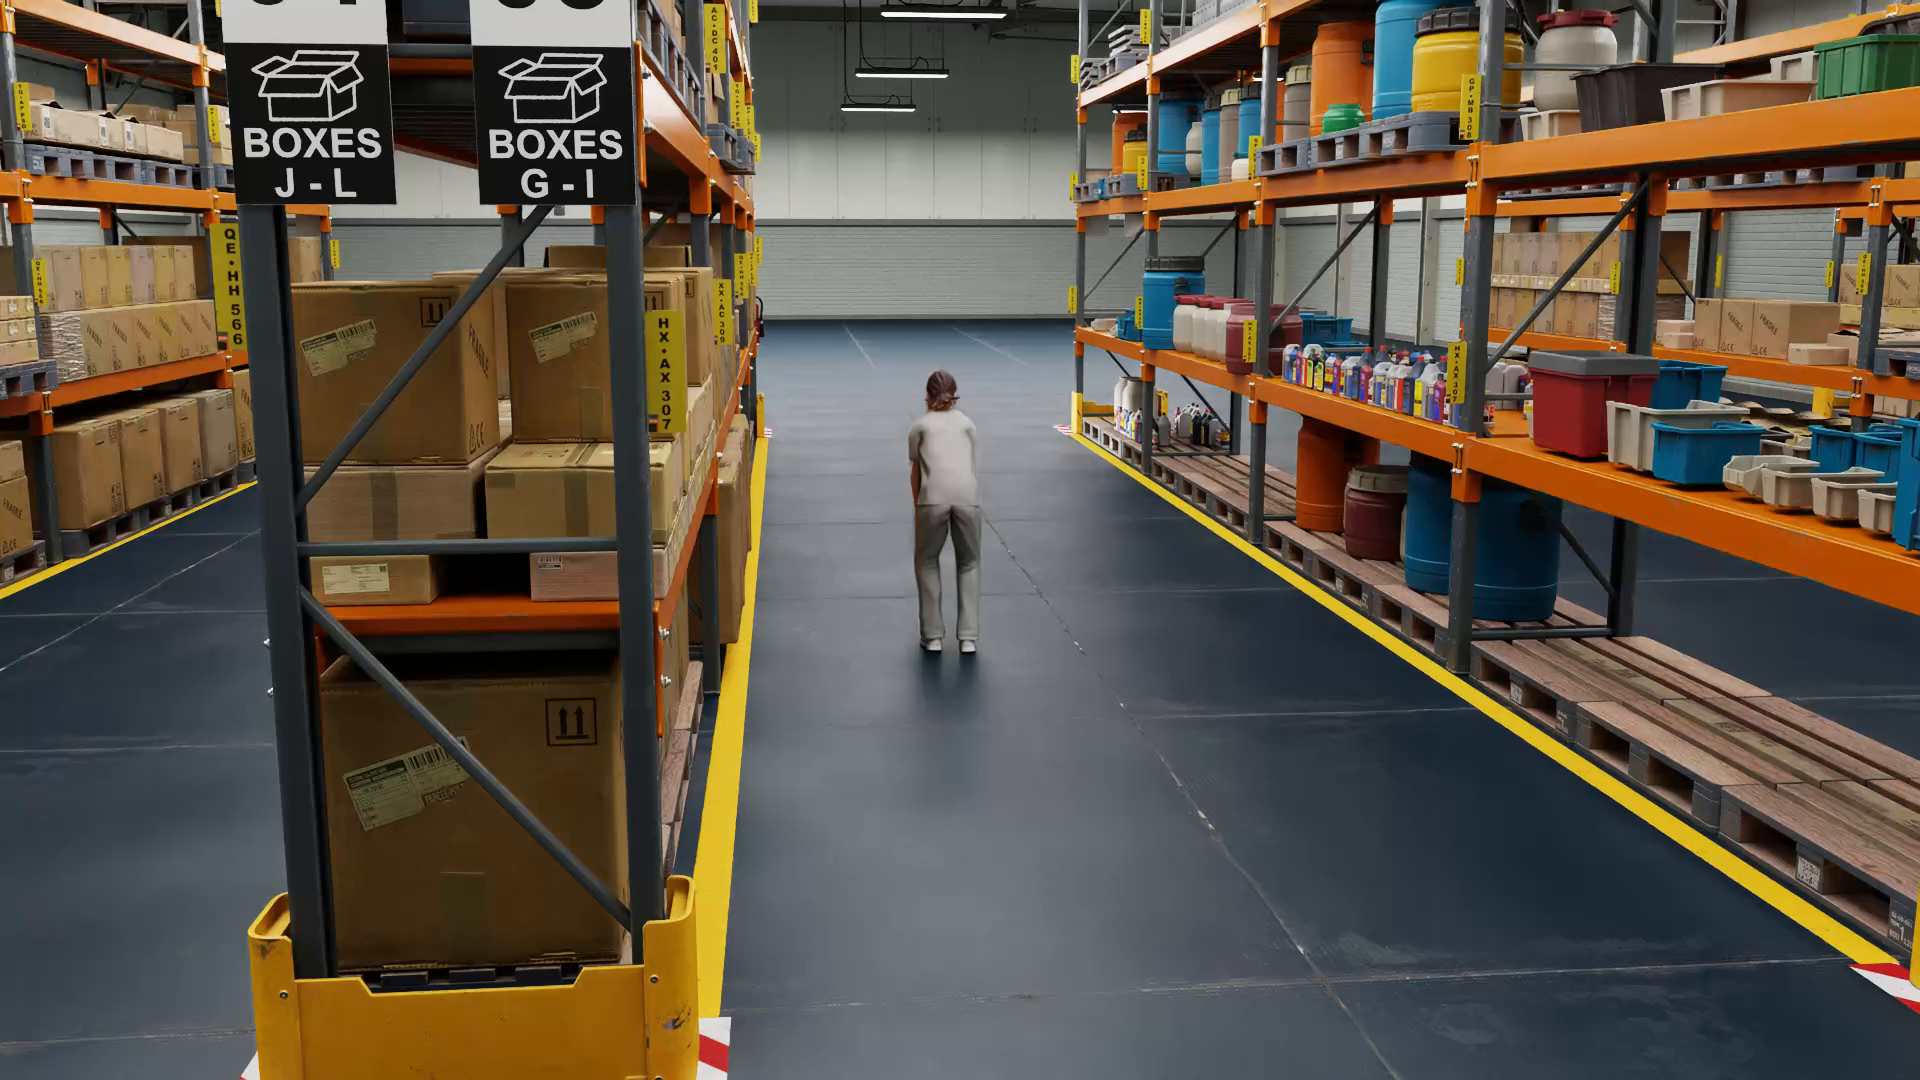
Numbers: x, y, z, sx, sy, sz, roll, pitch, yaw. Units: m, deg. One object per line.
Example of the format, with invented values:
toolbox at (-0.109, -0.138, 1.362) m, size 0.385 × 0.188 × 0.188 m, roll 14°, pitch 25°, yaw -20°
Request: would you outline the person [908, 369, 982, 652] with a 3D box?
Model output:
person at (-0.089, -0.165, 9.582) m, size 0.410 × 1.597 × 0.548 m, roll -1°, pitch 10°, yaw -7°
